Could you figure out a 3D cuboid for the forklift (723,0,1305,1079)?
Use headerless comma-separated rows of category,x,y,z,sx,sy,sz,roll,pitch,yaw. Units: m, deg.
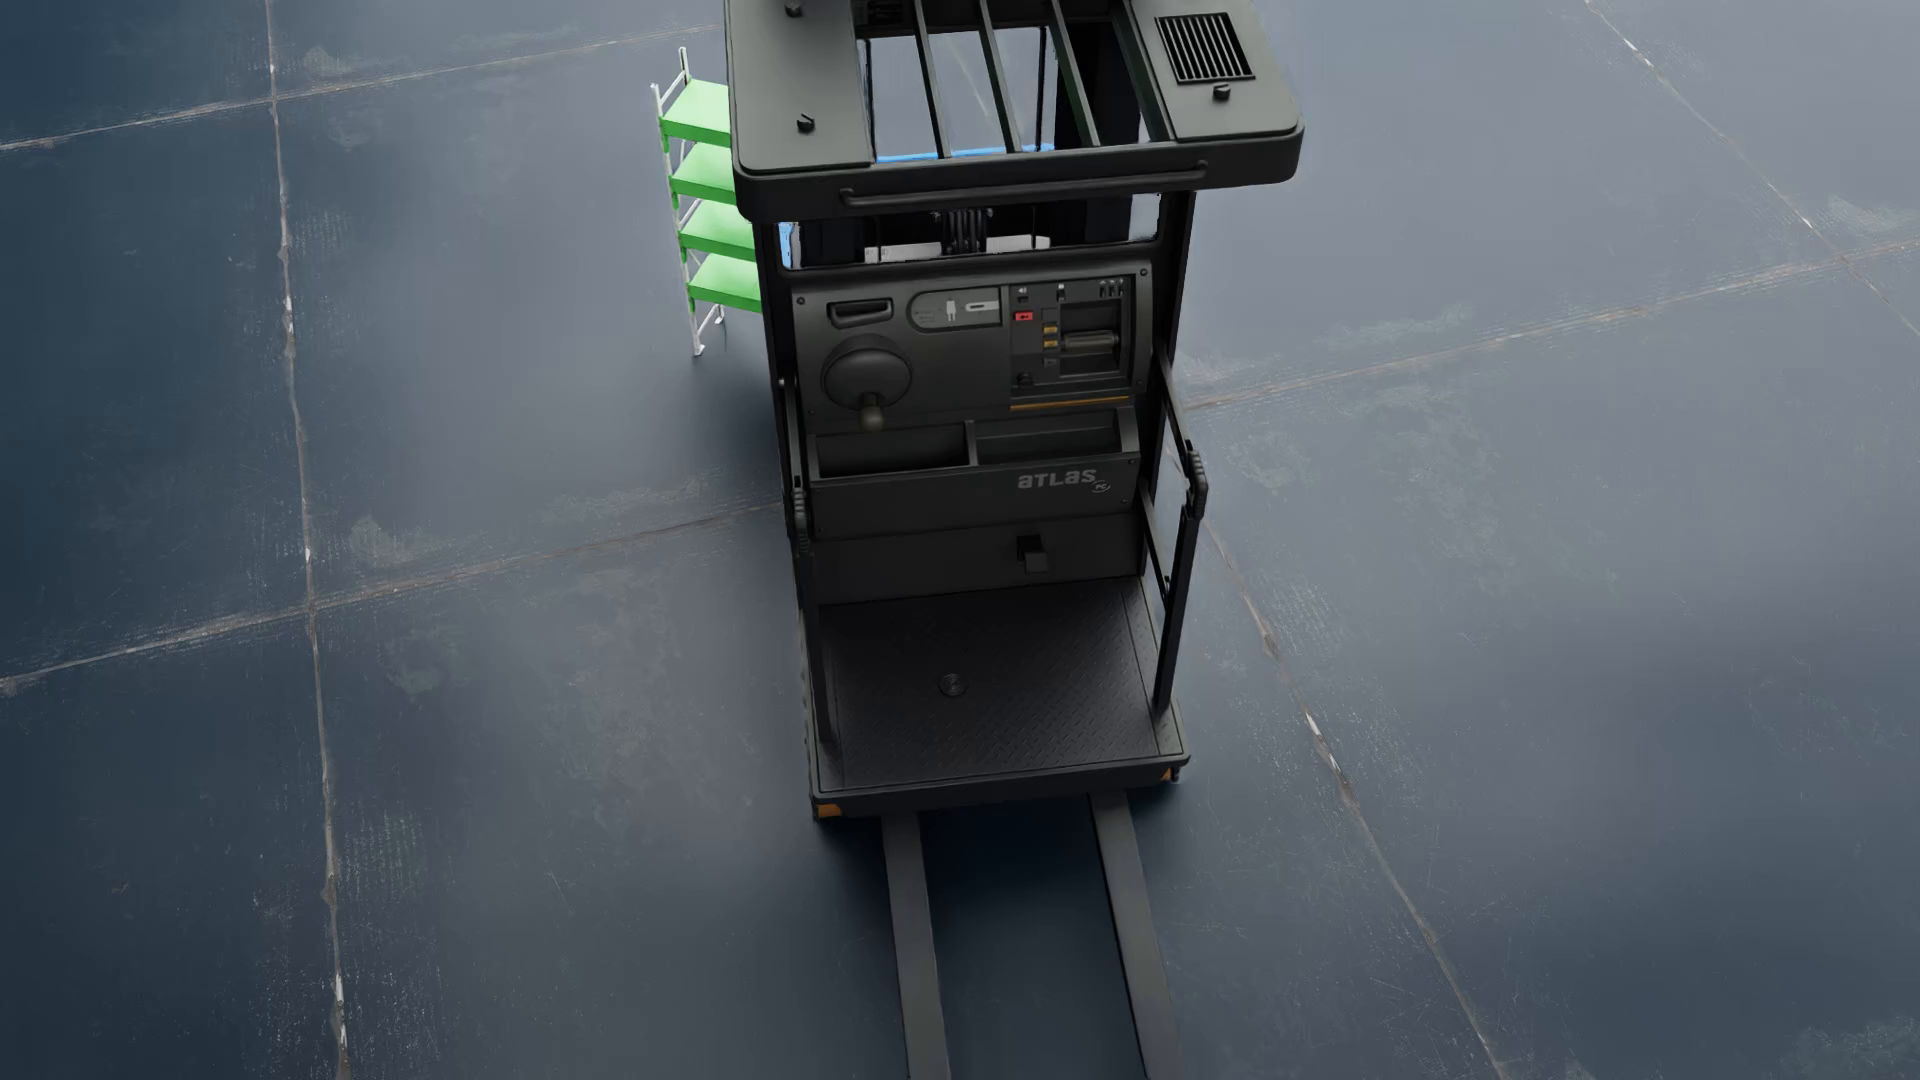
forklift,0.066,-0.399,4.169,1.130,2.935,3.031,-5,50,-5

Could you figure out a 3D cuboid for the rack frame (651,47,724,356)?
rack frame,-0.965,-1.177,5.958,0.015,1.200,0.240,14,51,12

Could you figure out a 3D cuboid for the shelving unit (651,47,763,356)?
shelving unit,-0.733,-1.119,5.909,0.503,1.200,0.258,14,51,12

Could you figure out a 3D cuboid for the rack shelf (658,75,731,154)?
rack shelf,-0.733,-1.388,5.591,0.480,0.148,0.258,14,51,12

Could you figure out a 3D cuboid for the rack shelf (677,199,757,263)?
rack shelf,-0.733,-1.078,5.958,0.480,0.148,0.258,14,51,12

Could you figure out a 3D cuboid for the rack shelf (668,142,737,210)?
rack shelf,-0.733,-1.233,5.774,0.480,0.148,0.258,14,51,12

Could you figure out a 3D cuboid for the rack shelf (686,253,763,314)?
rack shelf,-0.733,-0.923,6.141,0.480,0.148,0.258,14,51,12
